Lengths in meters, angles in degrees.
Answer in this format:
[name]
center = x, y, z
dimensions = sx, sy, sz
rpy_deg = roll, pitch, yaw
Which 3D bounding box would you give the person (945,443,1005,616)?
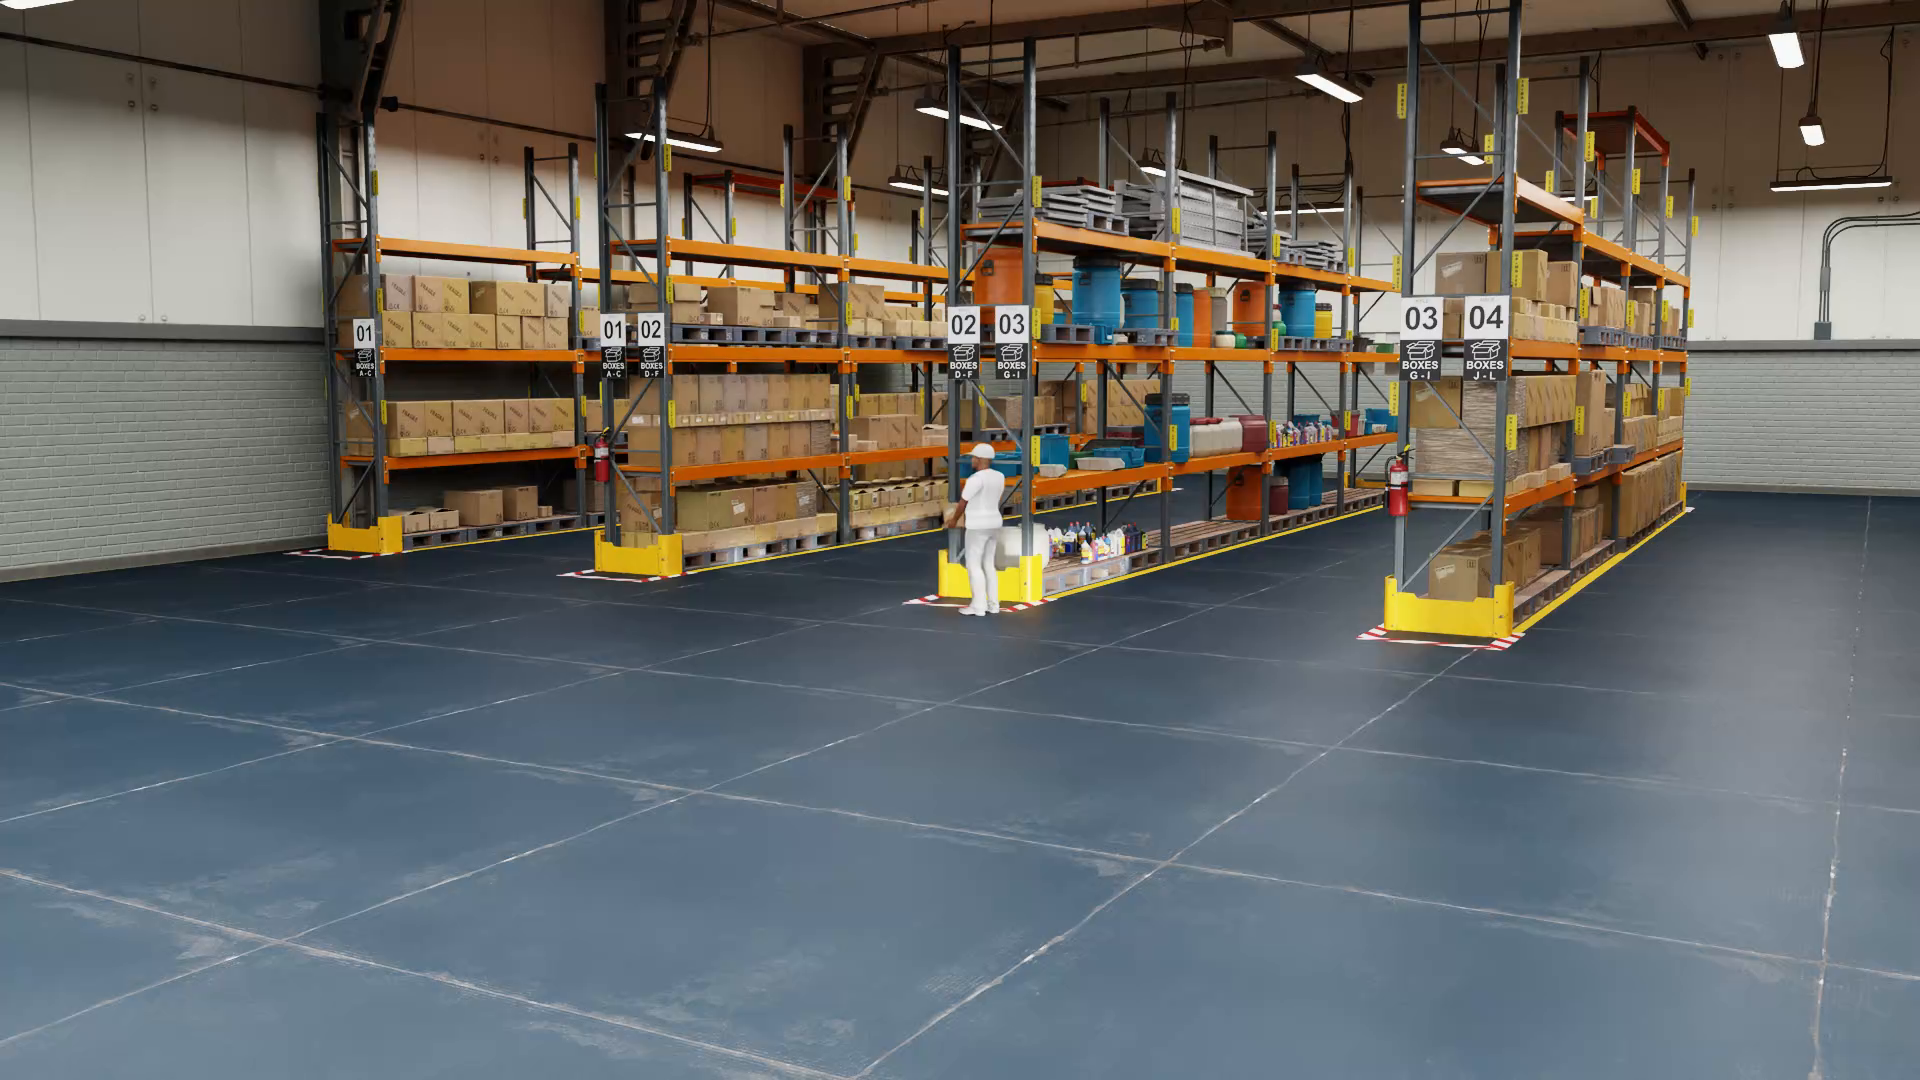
[person]
center = 0.139, -0.120, 17.192
dimensions = 0.559, 1.763, 0.505
rpy_deg = 4, 7, 36
